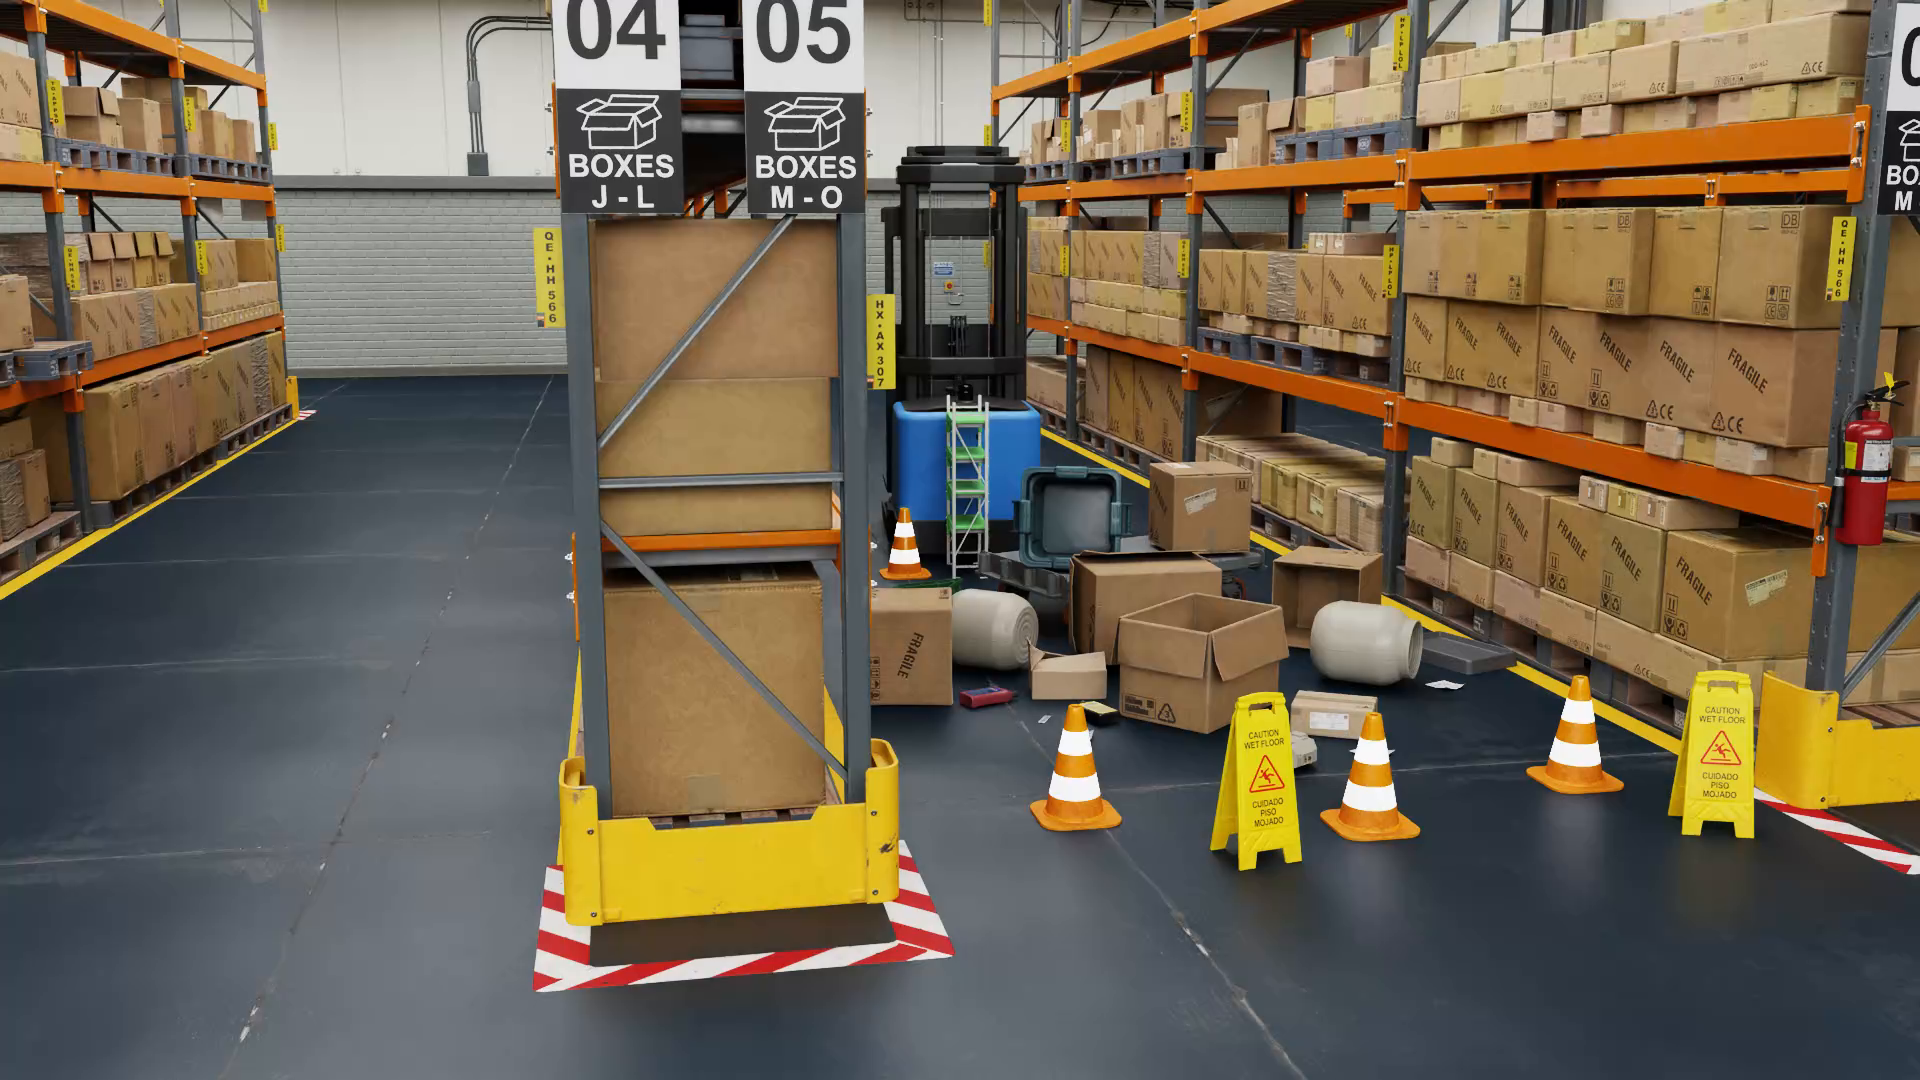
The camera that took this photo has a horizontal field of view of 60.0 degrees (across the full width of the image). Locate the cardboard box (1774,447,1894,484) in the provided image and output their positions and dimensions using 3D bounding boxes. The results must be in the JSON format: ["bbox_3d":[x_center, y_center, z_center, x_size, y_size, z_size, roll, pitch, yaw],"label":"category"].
[{"bbox_3d":[3.734,-0.336,7.113,0.380,0.149,0.250,-2,11,-9],"label":"cardboard box"}]

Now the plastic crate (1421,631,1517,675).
[{"bbox_3d":[2.740,0.619,9.228,0.402,0.080,0.583,-6,13,-31],"label":"plastic crate"}]

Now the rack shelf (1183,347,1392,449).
[{"bbox_3d":[2.850,-1.146,12.619,1.077,0.370,4.000,-2,11,-11],"label":"rack shelf"}]

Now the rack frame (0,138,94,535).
[{"bbox_3d":[-7.260,-1.506,12.586,1.000,3.000,0.127,-2,11,-11],"label":"rack frame"}]

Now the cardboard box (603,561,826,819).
[{"bbox_3d":[-1.016,0.515,6.527,0.875,0.875,0.875,-2,11,-11],"label":"cardboard box"}]

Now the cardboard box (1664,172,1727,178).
[{"bbox_3d":[6.991,-3.533,15.613,0.500,0.250,0.500,-2,11,-13],"label":"cardboard box"}]

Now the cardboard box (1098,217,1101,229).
[{"bbox_3d":[1.366,-3.556,18.681,0.380,0.149,0.250,-2,11,-10],"label":"cardboard box"}]

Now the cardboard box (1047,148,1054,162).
[{"bbox_3d":[1.193,-4.359,18.837,0.380,0.149,0.250,-2,11,-10],"label":"cardboard box"}]

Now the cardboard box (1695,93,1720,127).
[{"bbox_3d":[3.590,-1.948,7.556,0.380,0.149,0.250,-2,11,-11],"label":"cardboard box"}]

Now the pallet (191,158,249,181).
[{"bbox_3d":[-8.421,-4.043,18.131,1.003,0.211,1.213,-2,11,-11],"label":"pallet"}]

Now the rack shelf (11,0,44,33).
[{"bbox_3d":[-6.871,-3.536,10.202,1.077,0.370,4.000,-2,11,-11],"label":"rack shelf"}]

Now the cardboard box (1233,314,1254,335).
[{"bbox_3d":[2.405,-1.727,13.294,0.380,0.149,0.250,-2,11,-11],"label":"cardboard box"}]

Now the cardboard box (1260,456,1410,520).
[{"bbox_3d":[2.854,-0.403,12.698,0.950,0.372,0.625,-2,11,-9],"label":"cardboard box"}]

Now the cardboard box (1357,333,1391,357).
[{"bbox_3d":[2.868,-1.300,11.052,0.380,0.149,0.250,-2,11,-10],"label":"cardboard box"}]

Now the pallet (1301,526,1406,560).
[{"bbox_3d":[3.086,0.095,11.635,1.003,0.211,1.213,-2,11,-11],"label":"pallet"}]

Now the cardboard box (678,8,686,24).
[{"bbox_3d":[-1.382,-2.265,6.769,0.500,0.250,0.500,-2,11,-11],"label":"cardboard box"}]

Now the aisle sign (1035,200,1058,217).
[{"bbox_3d":[1.195,-4.635,22.073,0.394,0.787,0.004,-2,11,-11],"label":"aisle sign"}]

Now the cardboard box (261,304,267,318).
[{"bbox_3d":[-8.276,-2.657,19.304,0.380,0.149,0.250,-2,11,-10],"label":"cardboard box"}]

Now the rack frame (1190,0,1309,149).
[{"bbox_3d":[2.461,-4.813,13.918,1.000,3.000,0.127,-2,11,-11],"label":"rack frame"}]

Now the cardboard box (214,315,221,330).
[{"bbox_3d":[-7.820,-2.231,17.065,0.380,0.149,0.250,-2,11,-13],"label":"cardboard box"}]

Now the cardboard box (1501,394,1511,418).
[{"bbox_3d":[3.263,-0.753,9.304,0.380,0.149,0.250,-2,11,-11],"label":"cardboard box"}]

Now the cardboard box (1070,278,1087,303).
[{"bbox_3d":[1.492,-2.681,17.823,0.500,0.250,0.500,-2,11,-13],"label":"cardboard box"}]

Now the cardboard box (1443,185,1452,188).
[{"bbox_3d":[6.060,-4.326,20.053,0.380,0.149,0.250,-2,11,-11],"label":"cardboard box"}]

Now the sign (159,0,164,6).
[{"bbox_3d":[-9.362,-6.438,19.531,0.100,0.325,0.005,-2,11,-11],"label":"sign"}]

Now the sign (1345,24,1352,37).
[{"bbox_3d":[5.241,-6.940,22.381,0.100,0.325,0.005,-2,11,-11],"label":"sign"}]

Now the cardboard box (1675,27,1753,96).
[{"bbox_3d":[3.569,-2.122,7.405,0.500,0.250,0.500,-2,11,-12],"label":"cardboard box"}]

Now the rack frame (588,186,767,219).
[{"bbox_3d":[-1.597,-0.934,9.581,1.000,3.000,0.127,-2,11,-11],"label":"rack frame"}]

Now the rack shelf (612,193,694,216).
[{"bbox_3d":[-3.542,-3.888,19.004,1.077,0.370,4.000,-2,11,-11],"label":"rack shelf"}]

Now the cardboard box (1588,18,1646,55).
[{"bbox_3d":[3.330,-2.472,8.179,0.380,0.149,0.250,-2,11,-10],"label":"cardboard box"}]

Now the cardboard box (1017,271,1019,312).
[{"bbox_3d":[0.923,-3.098,20.685,0.500,0.500,0.500,-2,11,-11],"label":"cardboard box"}]

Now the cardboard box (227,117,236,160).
[{"bbox_3d":[-8.671,-4.550,18.900,0.700,0.500,0.500,-3,11,-13],"label":"cardboard box"}]

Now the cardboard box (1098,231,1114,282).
[{"bbox_3d":[1.707,-2.865,16.783,0.500,0.500,0.500,-2,11,-12],"label":"cardboard box"}]

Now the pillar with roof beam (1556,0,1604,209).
[{"bbox_3d":[3.077,-5.732,18.745,9.100,9.000,0.400,-2,11,-11],"label":"pillar with roof beam"}]

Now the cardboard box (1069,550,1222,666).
[{"bbox_3d":[1.002,0.359,9.099,0.797,0.637,0.503,-2,11,-11],"label":"cardboard box"}]

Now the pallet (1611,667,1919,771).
[{"bbox_3d":[3.878,0.807,7.894,1.003,0.211,1.213,-2,11,-11],"label":"pallet"}]

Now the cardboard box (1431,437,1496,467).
[{"bbox_3d":[3.054,-0.532,9.960,0.380,0.149,0.250,-2,11,-10],"label":"cardboard box"}]

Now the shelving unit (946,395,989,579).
[{"bbox_3d":[0.049,-0.373,11.445,0.258,1.200,0.503,-1,11,-5],"label":"shelving unit"}]

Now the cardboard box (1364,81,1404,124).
[{"bbox_3d":[2.983,-2.841,10.854,0.500,0.250,0.500,-2,11,-12],"label":"cardboard box"}]

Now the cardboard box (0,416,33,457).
[{"bbox_3d":[-7.100,-0.741,12.068,0.500,0.250,0.500,-2,11,-9],"label":"cardboard box"}]

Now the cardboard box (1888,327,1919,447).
[{"bbox_3d":[4.197,-0.691,7.242,0.500,0.500,0.500,-2,11,-12],"label":"cardboard box"}]

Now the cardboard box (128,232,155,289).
[{"bbox_3d":[-7.784,-2.538,15.059,0.797,0.503,0.637,-2,11,-10],"label":"cardboard box"}]

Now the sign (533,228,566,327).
[{"bbox_3d":[-1.354,-0.868,5.506,0.100,0.325,0.005,-2,11,-11],"label":"sign"}]

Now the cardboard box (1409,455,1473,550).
[{"bbox_3d":[3.088,-0.238,10.152,0.500,0.500,0.500,-2,11,-8],"label":"cardboard box"}]

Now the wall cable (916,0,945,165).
[{"bbox_3d":[-0.478,-7.314,27.054,0.463,3.000,0.029,-2,11,-11],"label":"wall cable"}]

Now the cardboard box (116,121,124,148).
[{"bbox_3d":[-7.913,-3.671,15.054,0.500,0.311,0.500,-3,11,-13],"label":"cardboard box"}]

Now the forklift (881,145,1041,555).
[{"bbox_3d":[-0.052,-1.556,13.033,1.130,2.935,3.031,-1,11,-5],"label":"forklift"}]

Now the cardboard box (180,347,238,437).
[{"bbox_3d":[-8.088,-1.526,17.251,0.875,0.875,0.875,-2,11,-11],"label":"cardboard box"}]

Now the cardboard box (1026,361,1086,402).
[{"bbox_3d":[1.317,-1.996,20.891,0.875,0.438,0.875,-2,11,-9],"label":"cardboard box"}]

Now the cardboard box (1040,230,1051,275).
[{"bbox_3d":[1.229,-3.310,19.123,0.500,0.500,0.500,-2,11,-12],"label":"cardboard box"}]

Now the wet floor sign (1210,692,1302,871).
[{"bbox_3d":[1.129,0.889,6.298,0.267,0.644,0.232,-4,12,-21],"label":"wet floor sign"}]

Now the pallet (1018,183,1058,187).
[{"bbox_3d":[1.059,-4.628,21.203,1.003,0.211,1.213,-2,11,-11],"label":"pallet"}]

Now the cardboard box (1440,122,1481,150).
[{"bbox_3d":[3.052,-2.366,9.757,0.380,0.149,0.250,-2,11,-11],"label":"cardboard box"}]

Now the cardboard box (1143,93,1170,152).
[{"bbox_3d":[2.082,-3.770,15.068,0.700,0.500,0.500,-3,11,-14],"label":"cardboard box"}]

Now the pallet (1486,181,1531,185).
[{"bbox_3d":[6.609,-4.040,18.381,1.213,0.211,1.003,-2,11,-11],"label":"pallet"}]
